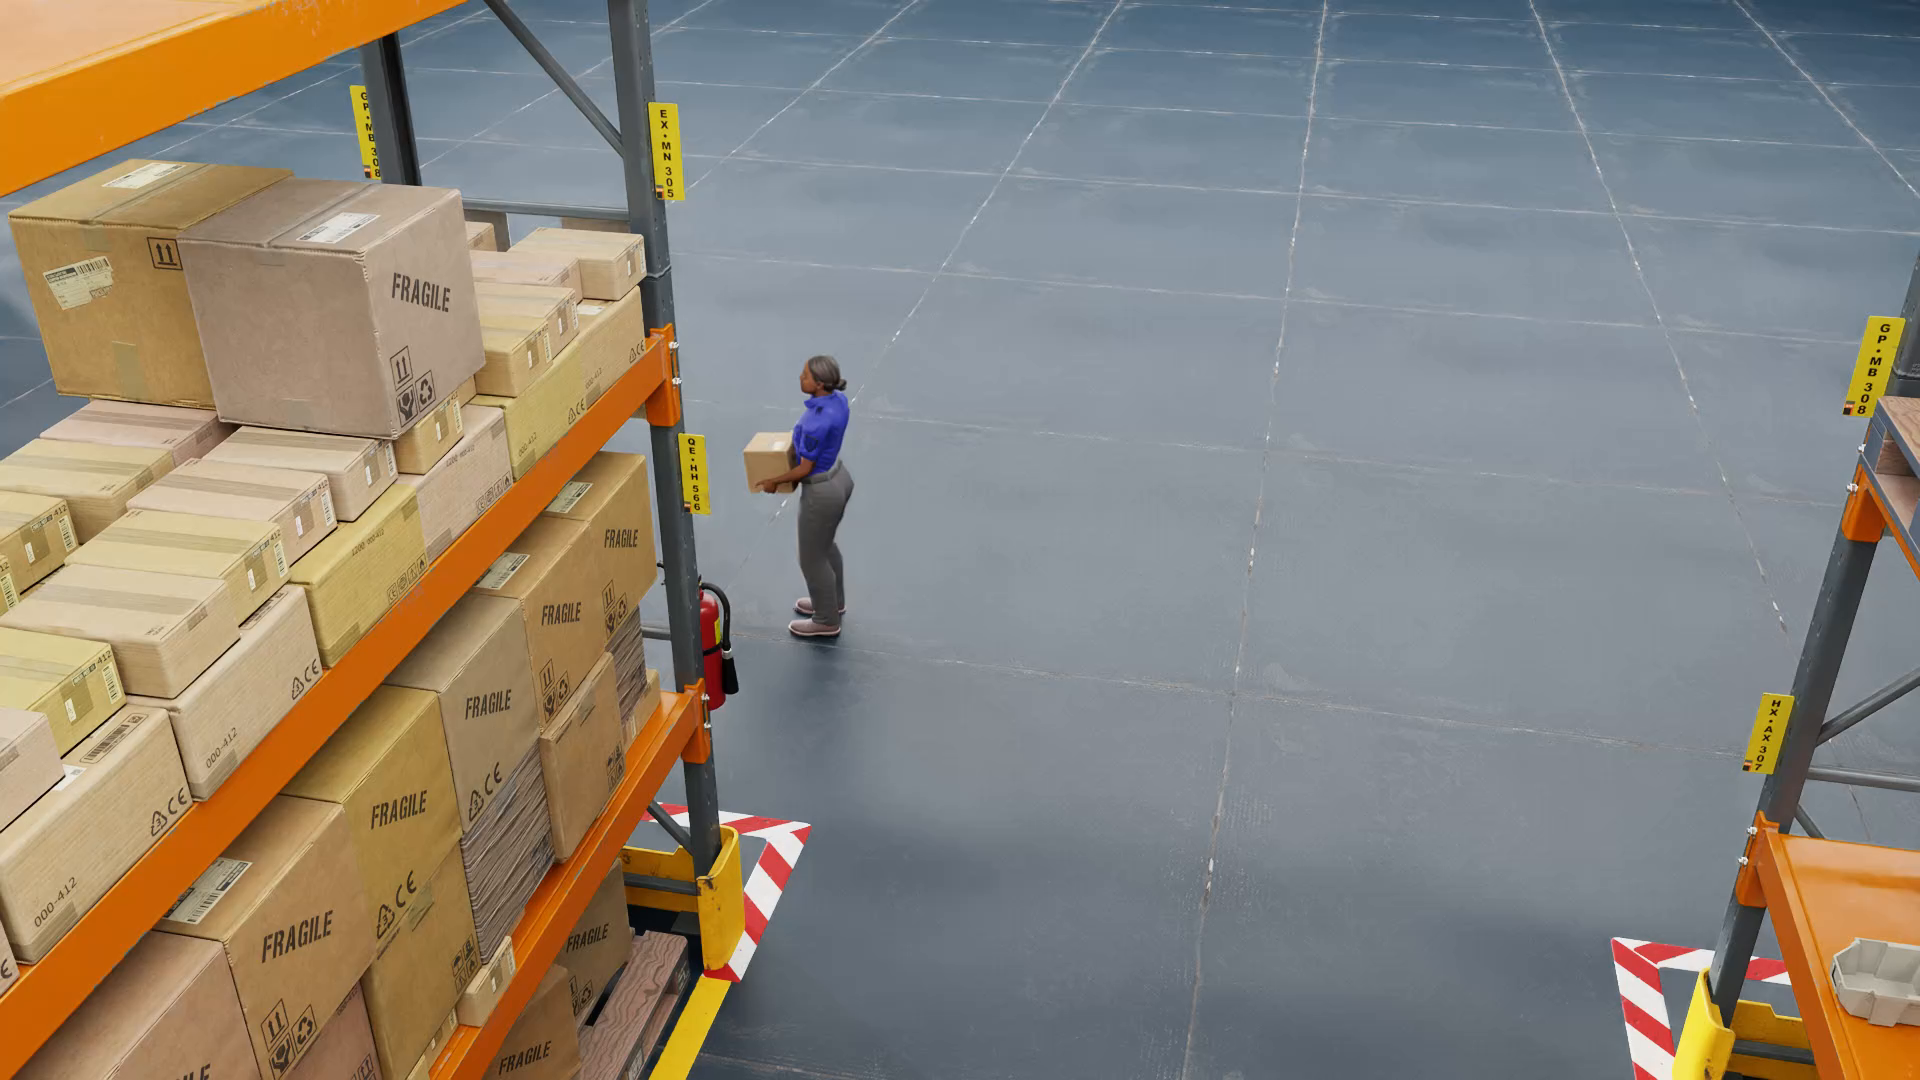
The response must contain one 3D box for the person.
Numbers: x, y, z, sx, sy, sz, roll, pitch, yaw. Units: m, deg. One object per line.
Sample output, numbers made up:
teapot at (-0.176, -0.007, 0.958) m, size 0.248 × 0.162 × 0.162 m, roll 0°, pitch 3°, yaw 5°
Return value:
person at (-0.838, -0.261, 9.090) m, size 0.500 × 1.653 × 0.460 m, roll 6°, pitch 30°, yaw 10°
